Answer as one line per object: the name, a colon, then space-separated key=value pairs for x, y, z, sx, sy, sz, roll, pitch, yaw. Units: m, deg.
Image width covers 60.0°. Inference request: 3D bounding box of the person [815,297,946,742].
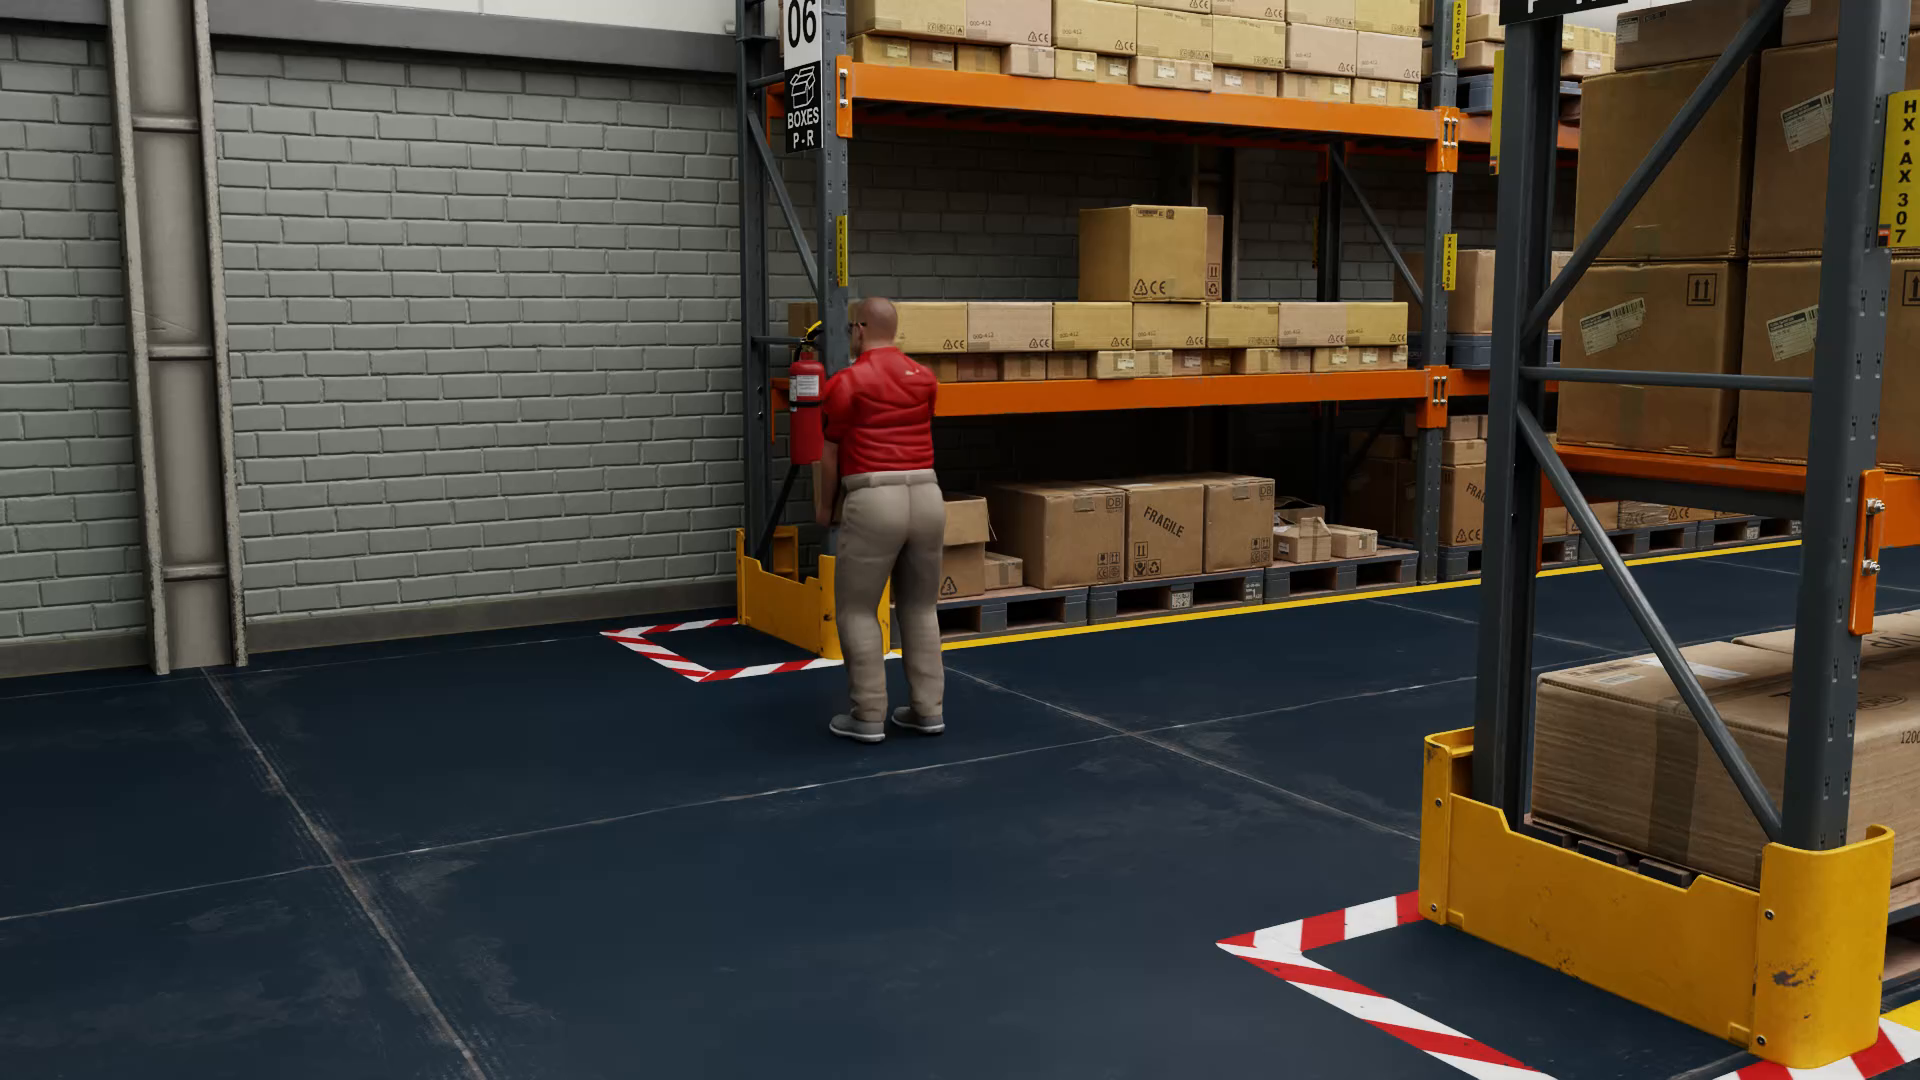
person: x=-0.335 y=-0.088 z=6.554 sx=0.489 sy=1.723 sz=0.556 roll=-5 pitch=10 yaw=-32
